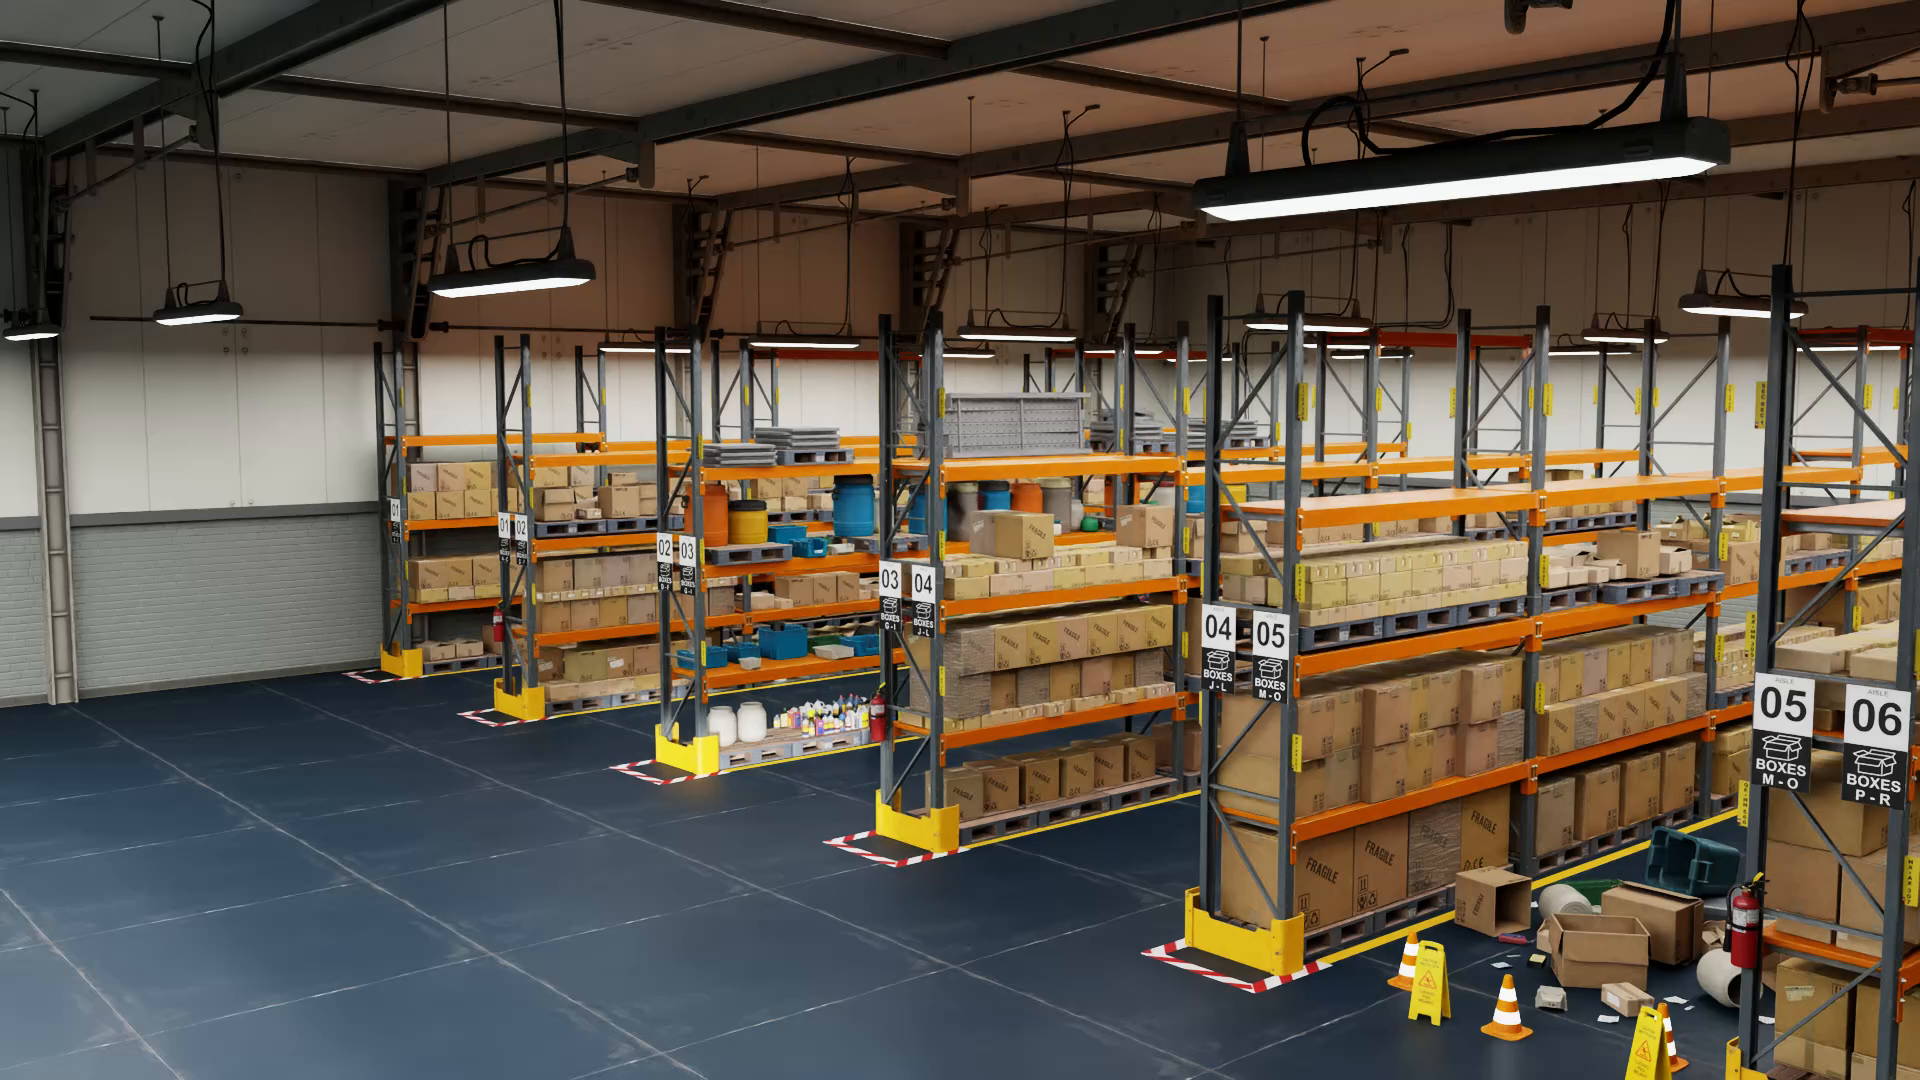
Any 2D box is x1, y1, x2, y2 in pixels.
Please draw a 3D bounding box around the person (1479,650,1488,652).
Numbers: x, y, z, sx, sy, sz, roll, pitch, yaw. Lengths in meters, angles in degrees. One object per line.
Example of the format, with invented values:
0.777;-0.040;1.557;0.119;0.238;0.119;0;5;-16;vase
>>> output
6.717;2.309;21.695;0.628;1.786;0.476;-3;6;-29;person
